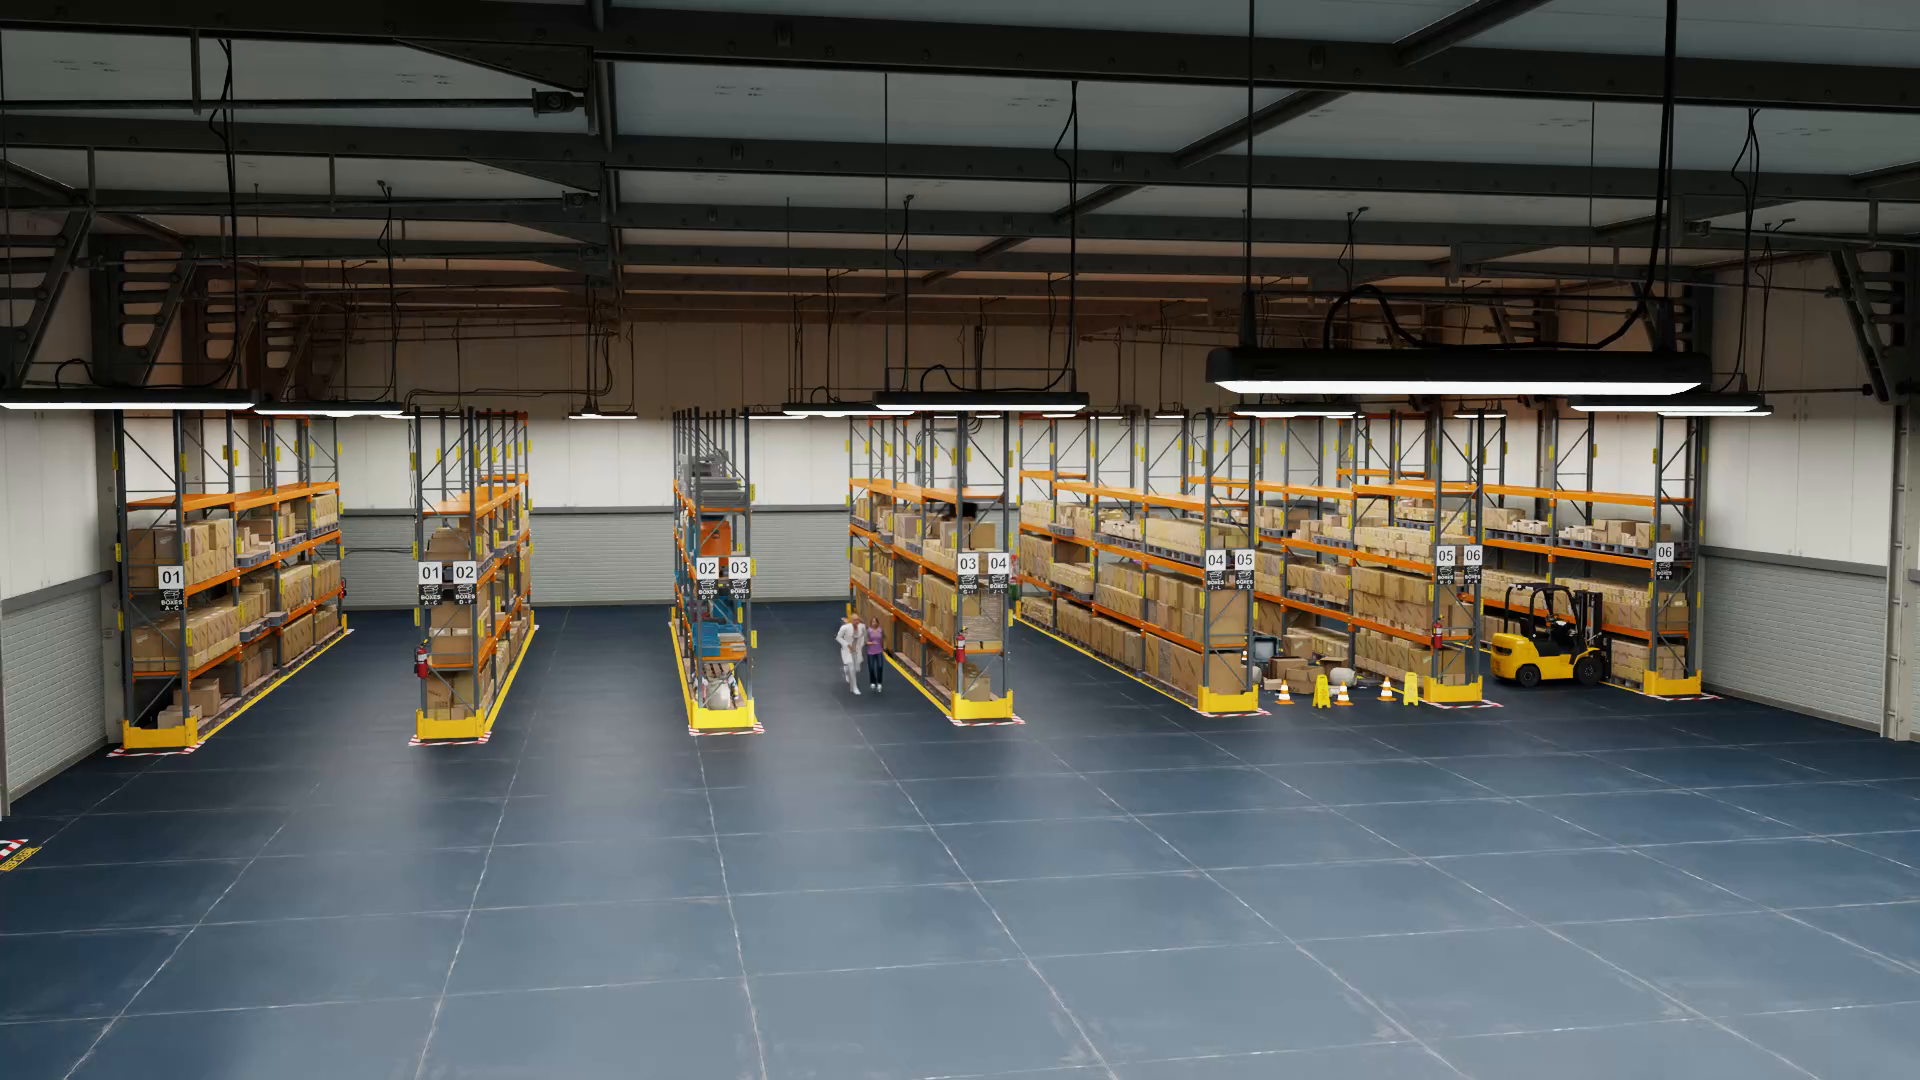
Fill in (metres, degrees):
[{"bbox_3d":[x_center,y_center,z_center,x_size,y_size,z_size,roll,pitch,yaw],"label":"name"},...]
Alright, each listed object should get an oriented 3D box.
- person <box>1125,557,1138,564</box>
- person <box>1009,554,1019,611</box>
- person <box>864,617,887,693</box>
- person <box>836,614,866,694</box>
[{"bbox_3d":[5.275,1.164,51.816,0.728,1.800,0.671,-3,5,-33],"label":"person"},{"bbox_3d":[1.575,1.344,49.547,0.745,1.845,0.680,-4,6,-44],"label":"person"},{"bbox_3d":[-1.787,2.421,35.187,0.508,1.604,0.667,0,4,-7],"label":"person"},{"bbox_3d":[-2.304,2.391,35.162,0.705,1.715,0.801,-2,4,-21],"label":"person"}]
